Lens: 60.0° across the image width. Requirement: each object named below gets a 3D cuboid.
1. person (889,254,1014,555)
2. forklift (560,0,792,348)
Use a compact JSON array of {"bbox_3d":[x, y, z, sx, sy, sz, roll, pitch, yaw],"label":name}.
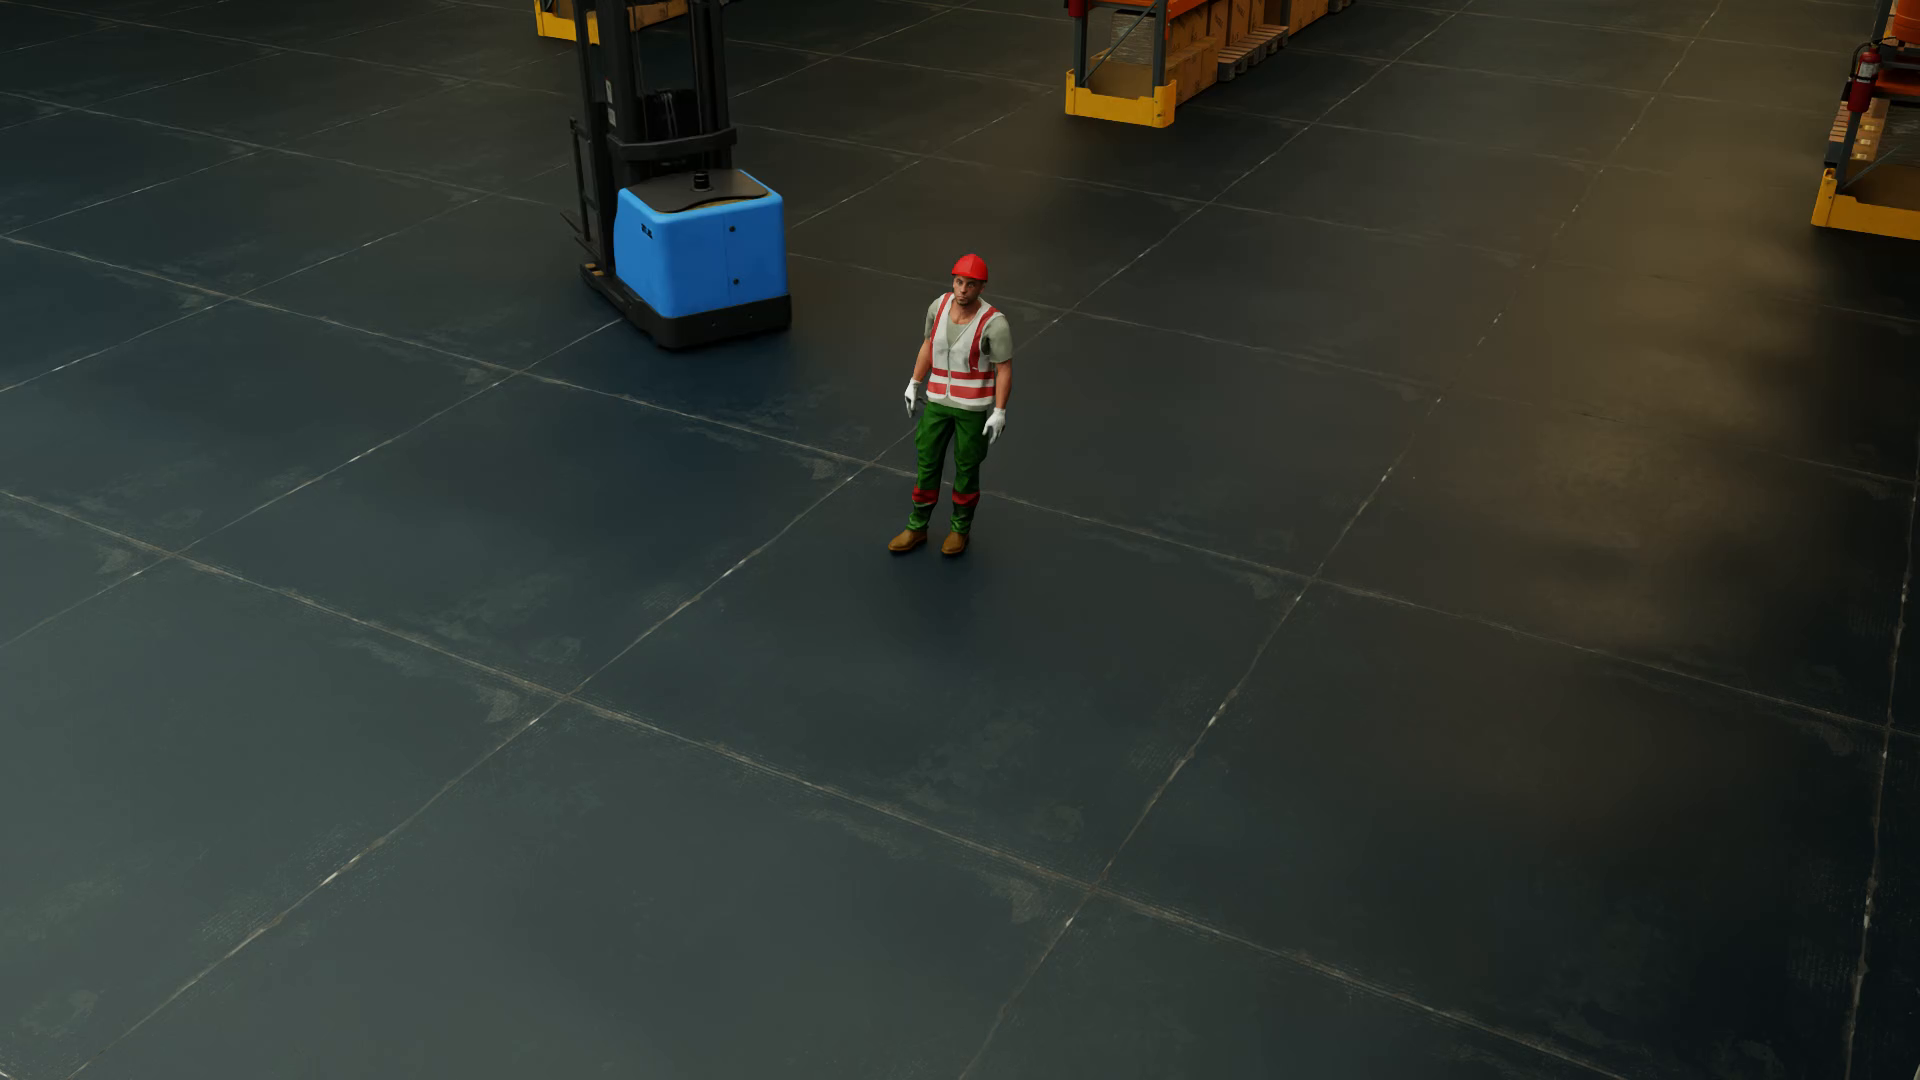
[{"bbox_3d":[-0.049,-0.749,9.497,0.637,1.787,0.564,15,33,25],"label":"person"},{"bbox_3d":[-2.461,-3.393,12.950,1.130,2.935,3.031,-16,34,-26],"label":"forklift"}]
